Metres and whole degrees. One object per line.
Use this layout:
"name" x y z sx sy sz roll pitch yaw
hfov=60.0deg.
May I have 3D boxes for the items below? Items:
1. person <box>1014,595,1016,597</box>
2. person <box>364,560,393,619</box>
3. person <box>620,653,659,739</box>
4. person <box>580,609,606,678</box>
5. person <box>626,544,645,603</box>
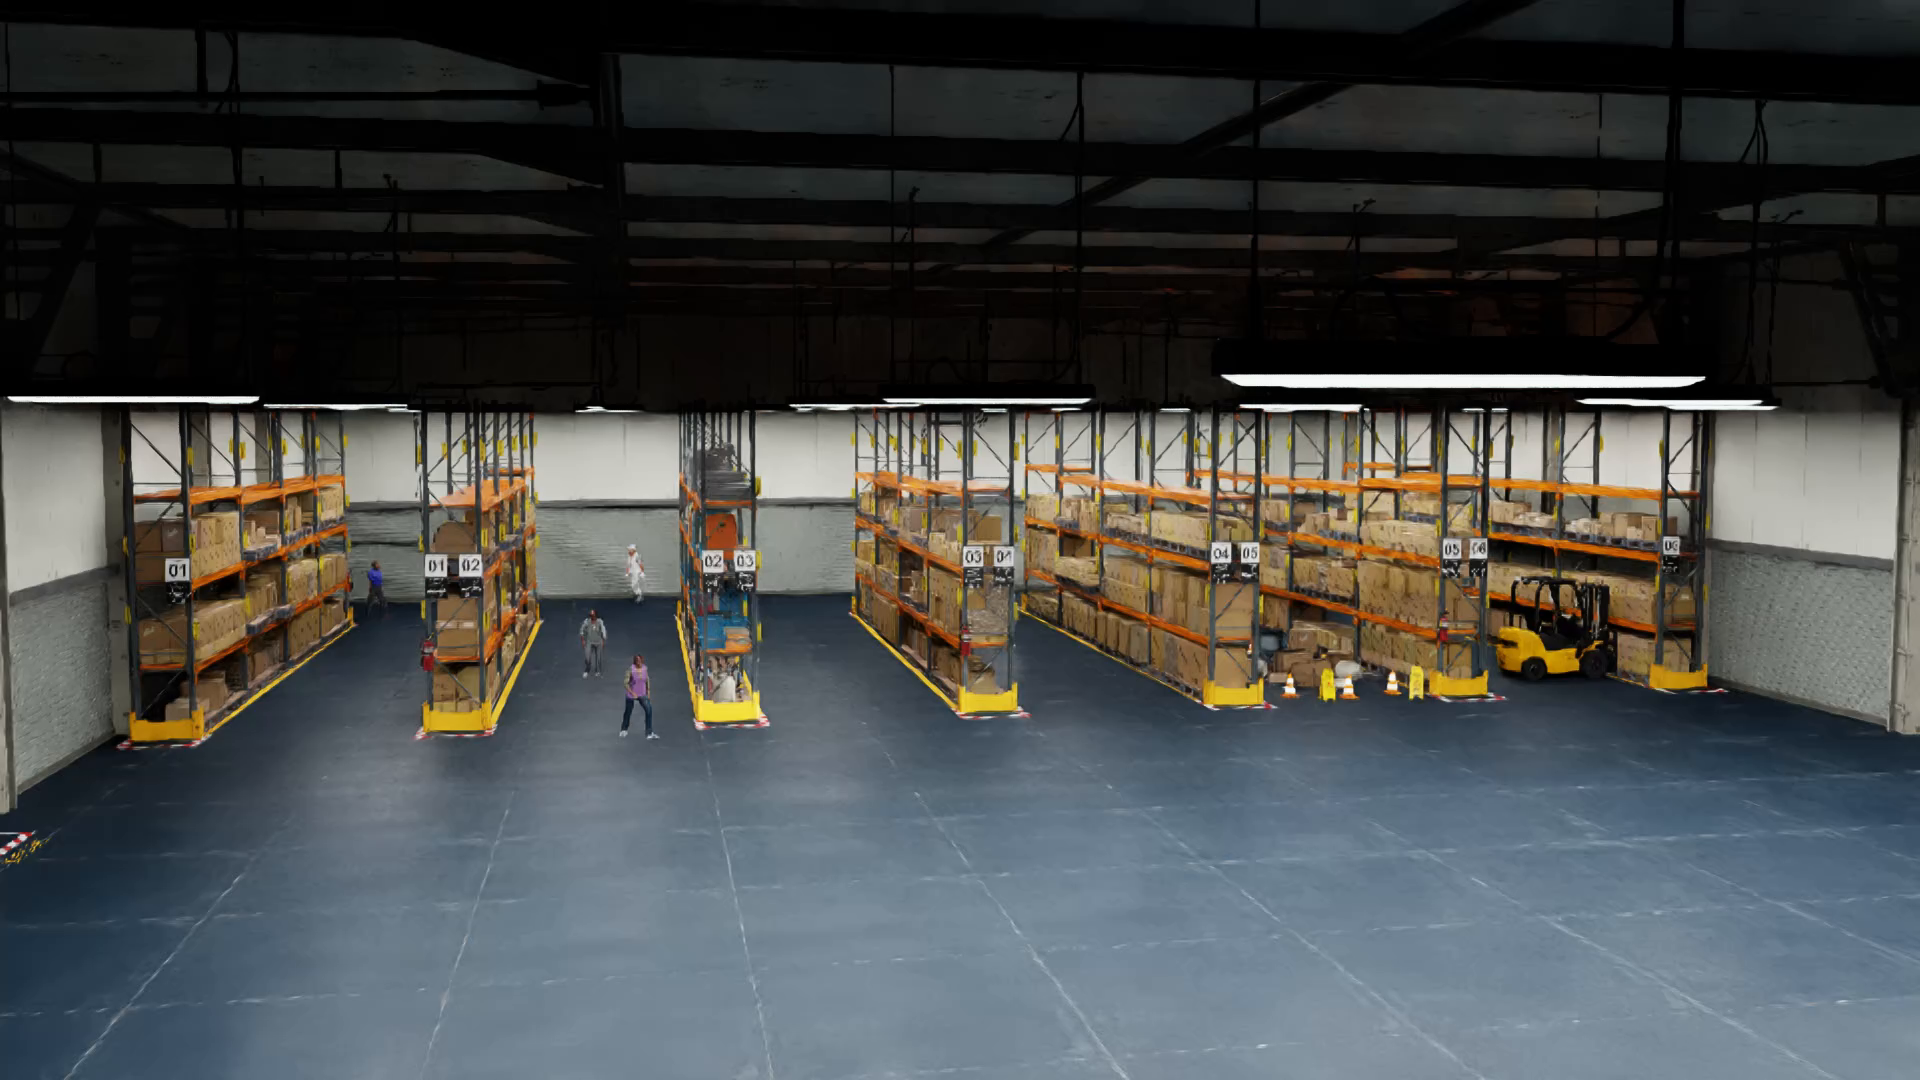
"person" 1.447 1.030 51.543 0.494 1.609 0.954 1 4 10
"person" -16.329 1.377 46.565 0.558 1.647 0.697 2 5 26
"person" -5.704 2.735 29.348 0.561 1.520 0.788 -2 5 -29
"person" -7.962 2.236 36.108 0.566 1.541 0.519 -1 4 -13
"person" -9.855 1.015 50.439 0.633 1.774 0.486 4 6 42
